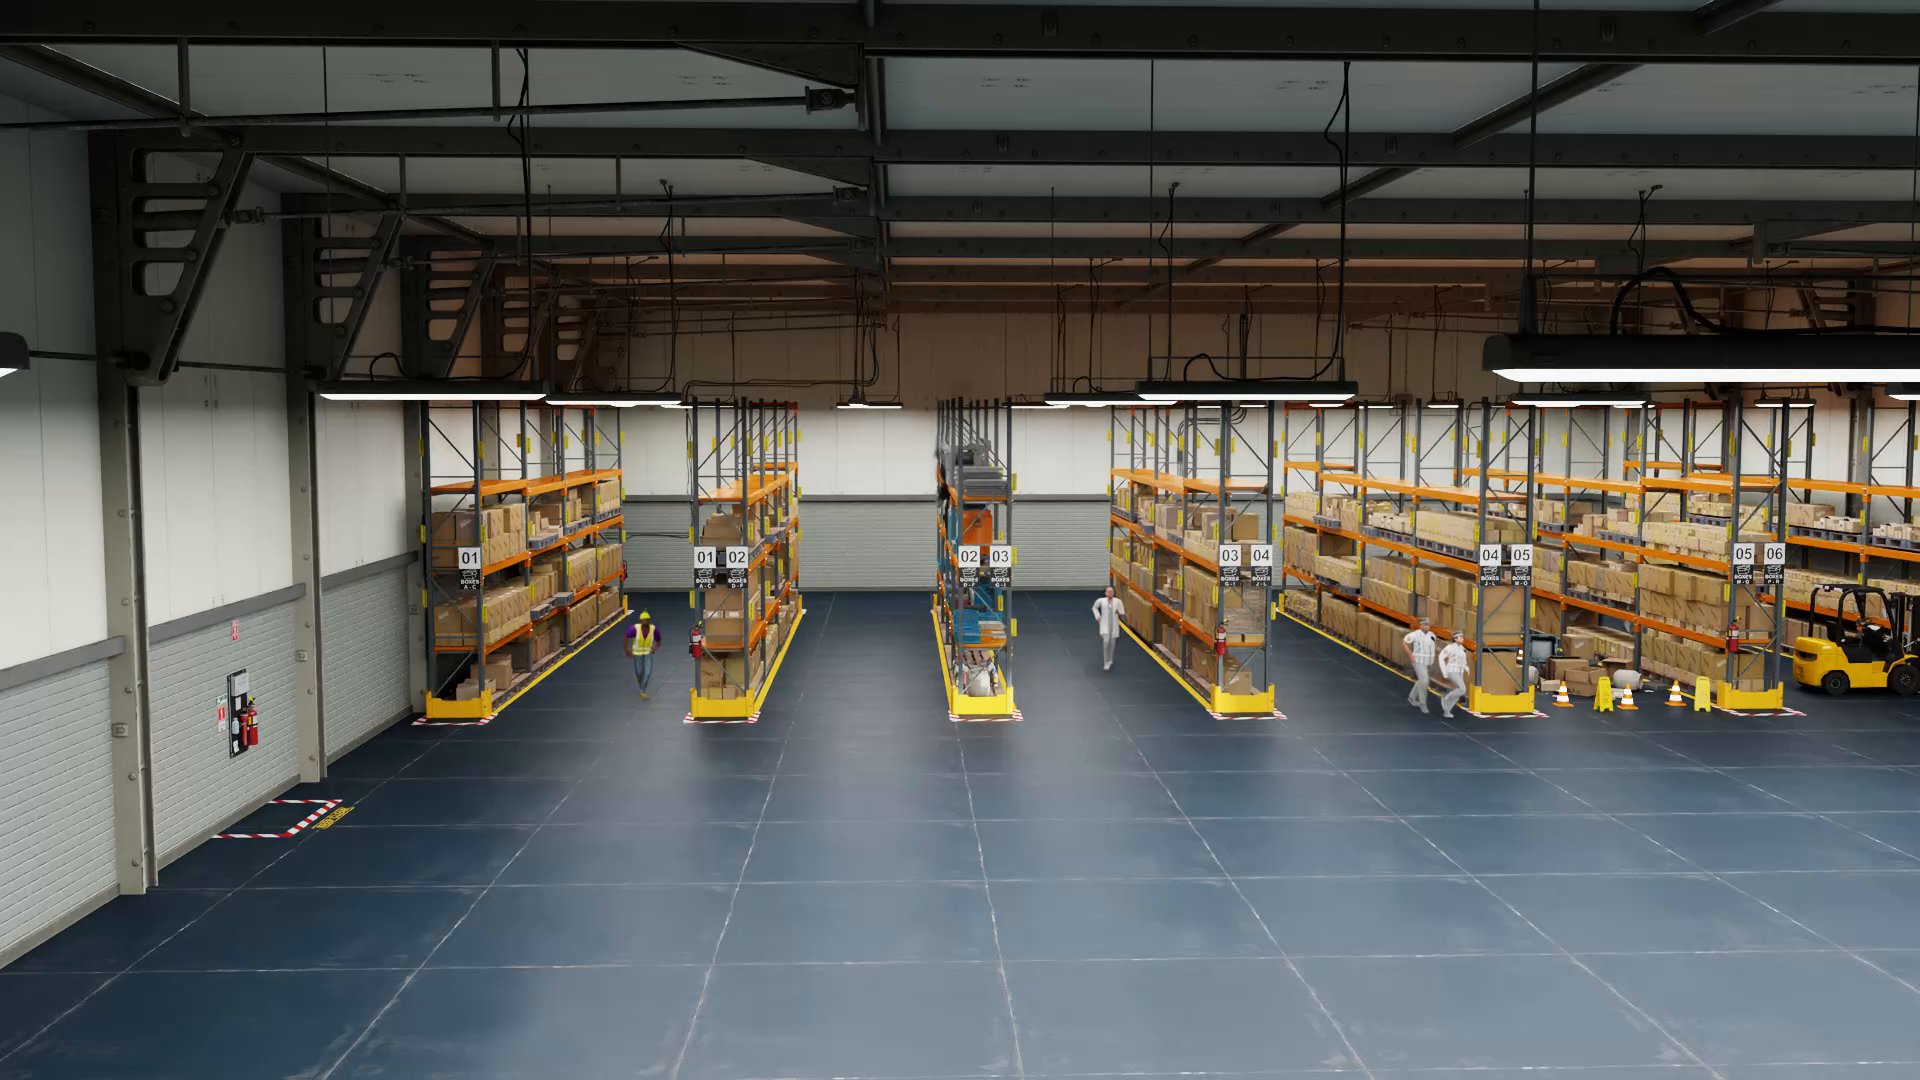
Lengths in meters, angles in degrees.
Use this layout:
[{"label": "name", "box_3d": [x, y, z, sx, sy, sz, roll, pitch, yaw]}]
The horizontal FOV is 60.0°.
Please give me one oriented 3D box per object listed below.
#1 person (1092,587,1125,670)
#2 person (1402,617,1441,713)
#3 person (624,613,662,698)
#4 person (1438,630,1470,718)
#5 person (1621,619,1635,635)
[{"label": "person", "box_3d": [3.336, 1.968, 37.137, 0.682, 1.840, 0.802, 0, 4, -6]}, {"label": "person", "box_3d": [8.872, 2.389, 31.886, 0.641, 1.845, 0.804, -2, 5, -28]}, {"label": "person", "box_3d": [-6.374, 2.304, 33.440, 0.740, 1.717, 0.699, -1, 5, -15]}, {"label": "person", "box_3d": [9.344, 2.503, 31.181, 0.631, 1.626, 0.508, -3, 6, -38]}, {"label": "person", "box_3d": [16.778, 1.676, 41.636, 0.596, 1.690, 0.644, 0, 4, -2]}]
